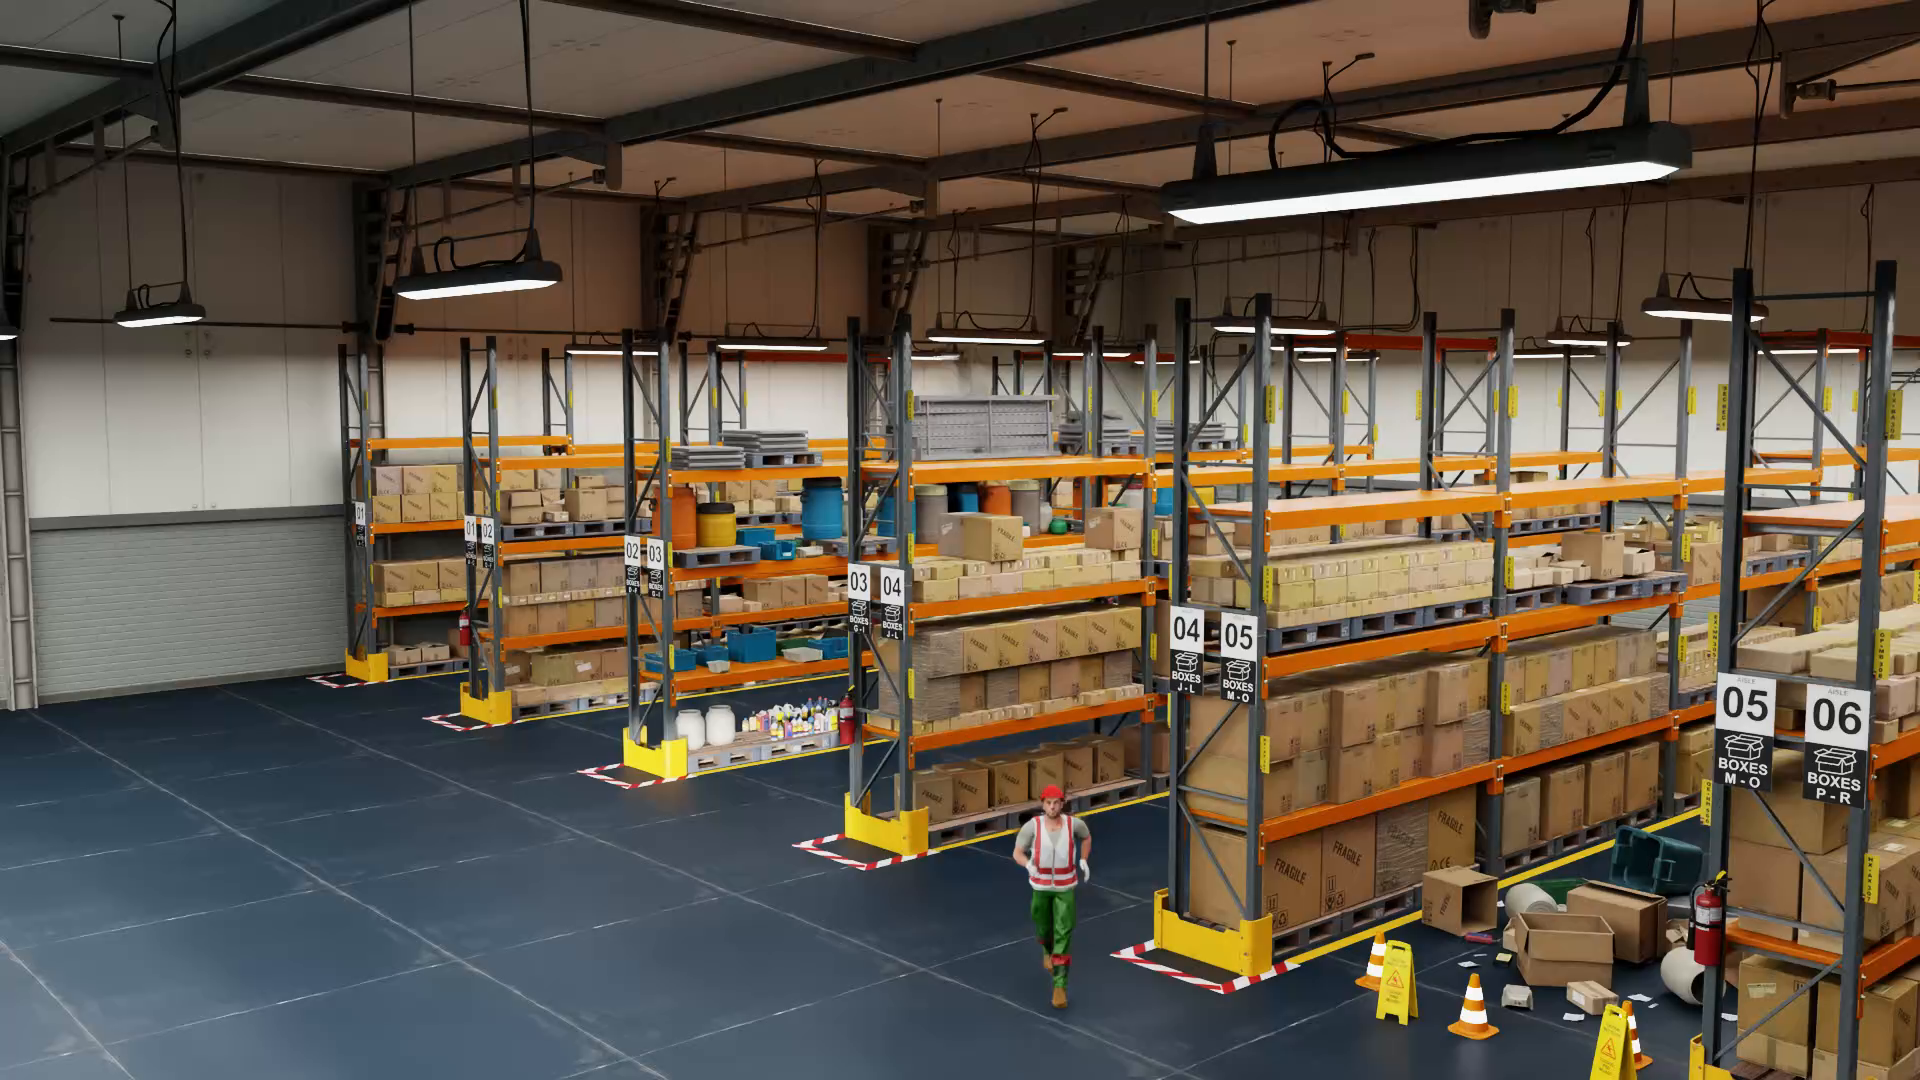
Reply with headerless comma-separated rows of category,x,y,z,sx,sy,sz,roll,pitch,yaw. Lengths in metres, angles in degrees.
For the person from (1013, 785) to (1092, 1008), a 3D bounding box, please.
person,0.790,2.972,14.237,0.670,1.778,1.003,0,5,4
